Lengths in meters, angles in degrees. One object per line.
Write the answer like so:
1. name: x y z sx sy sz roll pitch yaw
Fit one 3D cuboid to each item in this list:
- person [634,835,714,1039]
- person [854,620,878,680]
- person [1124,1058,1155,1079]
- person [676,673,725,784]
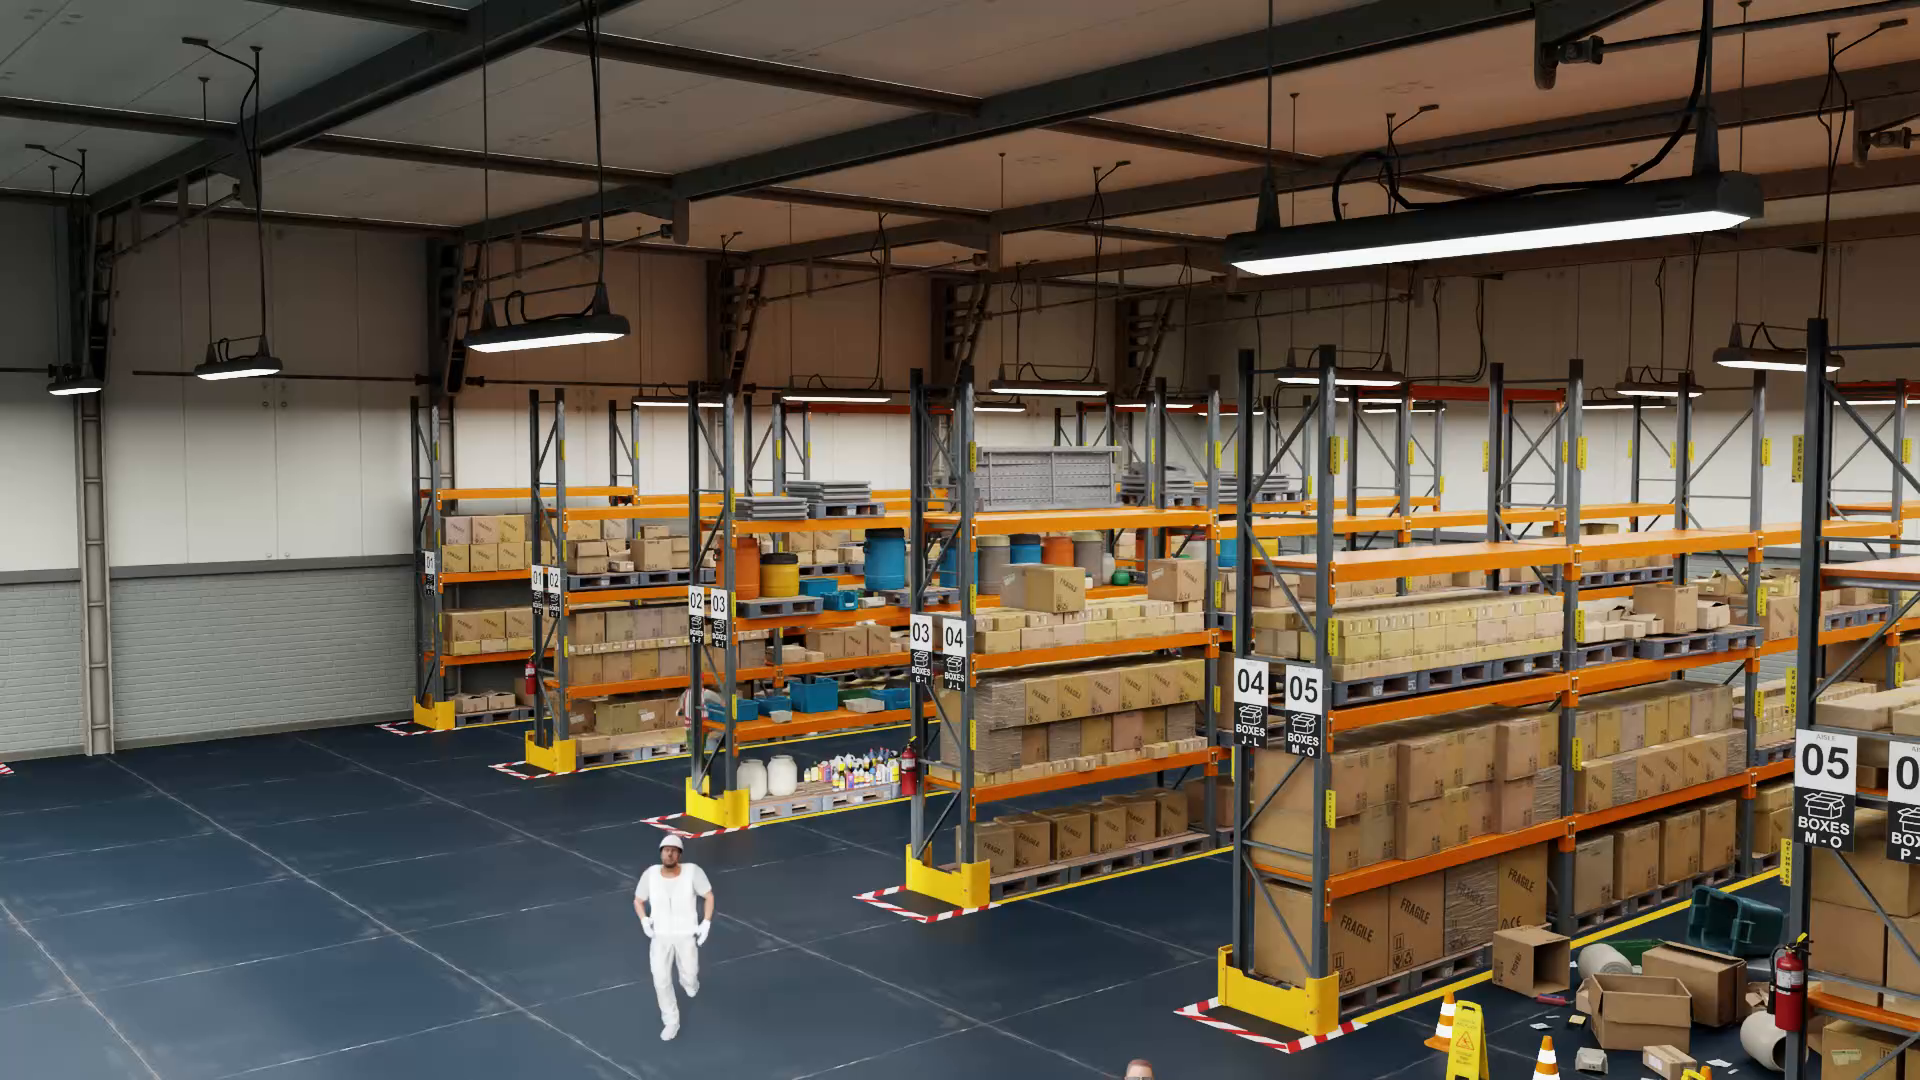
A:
1. person: -2.524 3.447 14.659 0.702 1.720 0.672 0 3 -6
2. person: -1.877 2.137 32.696 0.614 1.666 0.552 3 5 45
3. person: 1.024 3.765 9.295 0.716 1.696 0.553 0 3 2
4. person: -3.861 2.832 24.392 0.665 1.858 0.725 2 4 31
